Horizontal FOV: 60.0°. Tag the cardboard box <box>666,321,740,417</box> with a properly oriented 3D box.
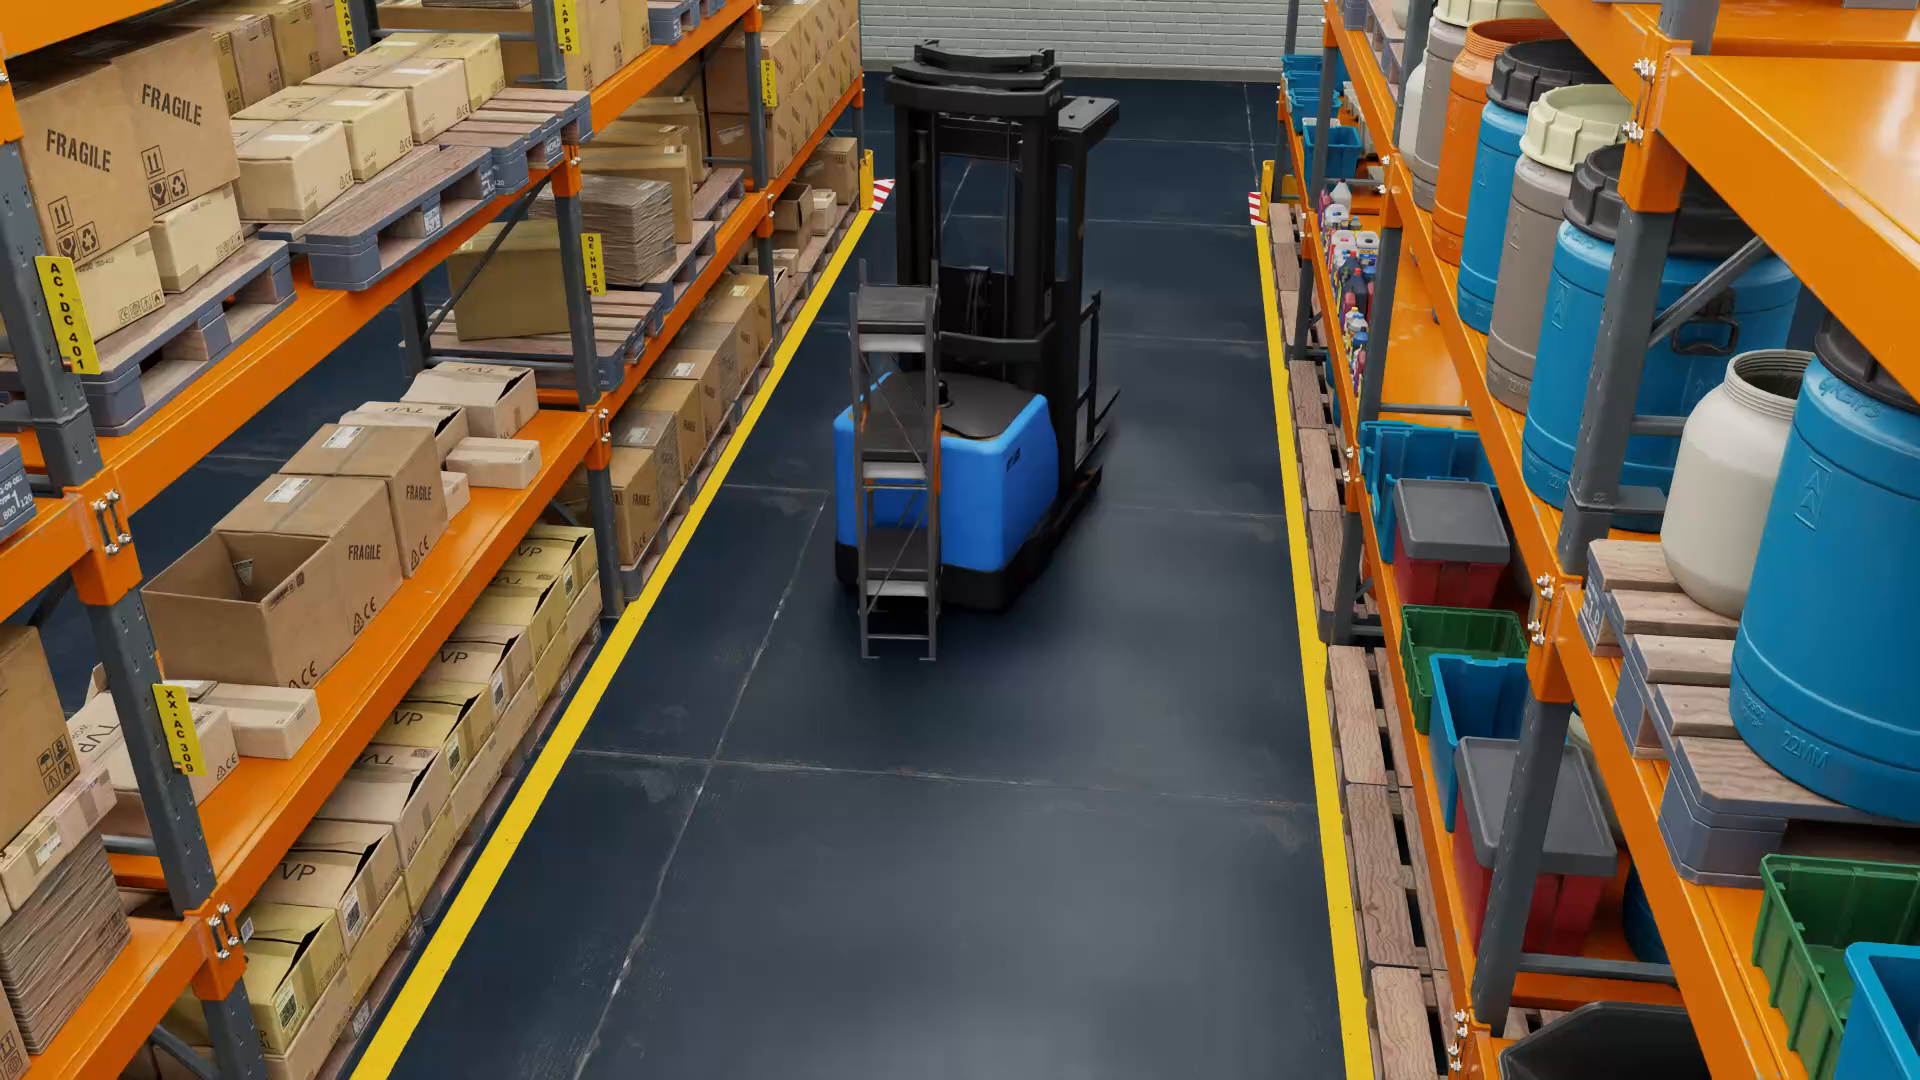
[{"bbox_3d":[-1.834,-1.182,11.453,0.500,0.500,0.500,4,29,7],"label":"cardboard box"}]

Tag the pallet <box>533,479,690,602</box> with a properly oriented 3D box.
[{"bbox_3d":[-2.288,-0.044,10.110,1.003,0.211,1.213,3,28,6],"label":"pallet"}]

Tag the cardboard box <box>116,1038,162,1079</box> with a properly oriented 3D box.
[{"bbox_3d":[-3.144,1.774,6.252,0.500,0.250,0.500,3,28,6],"label":"cardboard box"}]

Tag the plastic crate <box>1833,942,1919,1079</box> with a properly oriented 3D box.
[{"bbox_3d":[1.453,0.904,2.264,0.392,0.384,0.575,3,28,6],"label":"plastic crate"}]

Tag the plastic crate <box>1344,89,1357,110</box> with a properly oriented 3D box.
[{"bbox_3d":[3.509,-3.779,14.317,0.396,0.136,0.243,3,28,6],"label":"plastic crate"}]

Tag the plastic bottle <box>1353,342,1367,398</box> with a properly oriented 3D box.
[{"bbox_3d":[2.153,-0.906,8.892,0.061,0.283,0.133,3,28,6],"label":"plastic bottle"}]

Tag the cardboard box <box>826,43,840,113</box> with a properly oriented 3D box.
[{"bbox_3d":[-1.348,-4.027,14.457,0.500,0.500,0.500,4,29,7],"label":"cardboard box"}]

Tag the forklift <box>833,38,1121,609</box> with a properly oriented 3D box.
[{"bbox_3d":[0.281,-1.580,10.092,1.130,2.935,3.031,10,30,19],"label":"forklift"}]

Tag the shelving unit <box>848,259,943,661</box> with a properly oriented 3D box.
[{"bbox_3d":[-0.323,-0.387,8.749,0.431,2.100,0.503,1,29,2],"label":"shelving unit"}]

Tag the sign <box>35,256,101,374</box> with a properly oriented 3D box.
[{"bbox_3d":[-2.356,-0.592,4.394,0.100,0.325,0.005,3,28,6],"label":"sign"}]

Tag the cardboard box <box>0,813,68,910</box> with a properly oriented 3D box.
[{"bbox_3d":[-2.760,0.887,4.651,0.380,0.149,0.250,3,28,5],"label":"cardboard box"}]

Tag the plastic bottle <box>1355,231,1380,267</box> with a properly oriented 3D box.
[{"bbox_3d":[2.592,-1.821,10.598,0.152,0.276,0.135,3,28,6],"label":"plastic bottle"}]

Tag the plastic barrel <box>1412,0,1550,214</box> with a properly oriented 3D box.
[{"bbox_3d":[2.183,-1.801,6.738,0.600,0.901,0.600,0,28,0],"label":"plastic barrel"}]

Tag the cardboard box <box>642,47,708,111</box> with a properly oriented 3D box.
[{"bbox_3d":[-2.122,-3.543,12.504,0.500,0.500,0.500,3,29,6],"label":"cardboard box"}]

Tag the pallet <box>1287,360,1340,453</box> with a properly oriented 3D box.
[{"bbox_3d":[2.853,-0.928,11.749,1.003,0.211,1.213,3,28,6],"label":"pallet"}]

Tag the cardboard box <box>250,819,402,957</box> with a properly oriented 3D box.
[{"bbox_3d":[-2.543,1.323,6.496,0.500,0.311,0.500,3,28,6],"label":"cardboard box"}]

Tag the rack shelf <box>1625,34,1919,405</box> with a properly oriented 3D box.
[{"bbox_3d":[1.764,0.043,1.863,1.077,0.370,4.000,3,28,6],"label":"rack shelf"}]

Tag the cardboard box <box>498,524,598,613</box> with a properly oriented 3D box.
[{"bbox_3d":[-2.237,0.117,8.736,0.500,0.311,0.500,4,29,8],"label":"cardboard box"}]

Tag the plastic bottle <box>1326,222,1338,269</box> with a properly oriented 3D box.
[{"bbox_3d":[2.412,-1.899,10.735,0.061,0.283,0.133,3,28,6],"label":"plastic bottle"}]

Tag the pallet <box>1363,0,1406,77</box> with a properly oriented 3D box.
[{"bbox_3d":[2.854,-2.845,9.404,1.003,0.211,1.213,3,28,6],"label":"pallet"}]

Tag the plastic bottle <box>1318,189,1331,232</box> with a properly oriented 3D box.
[{"bbox_3d":[2.504,-2.254,11.395,0.061,0.283,0.133,3,28,6],"label":"plastic bottle"}]

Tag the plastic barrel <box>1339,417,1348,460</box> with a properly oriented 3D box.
[{"bbox_3d":[2.661,-0.757,10.672,0.421,0.512,0.421,0,28,0],"label":"plastic barrel"}]

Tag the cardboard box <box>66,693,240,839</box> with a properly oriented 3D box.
[{"bbox_3d":[-2.890,0.792,5.776,0.500,0.250,0.500,5,29,9],"label":"cardboard box"}]

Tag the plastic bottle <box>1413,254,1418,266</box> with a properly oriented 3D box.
[{"bbox_3d":[3.035,-1.964,10.785,0.144,0.351,0.185,3,28,6],"label":"plastic bottle"}]

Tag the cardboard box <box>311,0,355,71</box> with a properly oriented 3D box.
[{"bbox_3d":[-6.406,-4.866,15.804,0.980,0.700,0.700,5,29,9],"label":"cardboard box"}]

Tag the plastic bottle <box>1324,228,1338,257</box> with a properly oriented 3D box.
[{"bbox_3d":[2.456,-1.962,10.938,0.097,0.201,0.097,0,28,0],"label":"plastic bottle"}]

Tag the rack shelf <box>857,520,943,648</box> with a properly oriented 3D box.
[{"bbox_3d":[-0.322,0.238,9.094,0.431,0.518,0.480,1,29,2],"label":"rack shelf"}]

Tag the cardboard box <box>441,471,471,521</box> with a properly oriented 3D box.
[{"bbox_3d":[-2.517,-0.209,7.740,0.380,0.149,0.250,5,29,10],"label":"cardboard box"}]

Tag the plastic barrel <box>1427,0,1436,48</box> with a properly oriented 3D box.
[{"bbox_3d":[2.485,-2.591,8.437,0.301,0.262,0.301,0,28,0],"label":"plastic barrel"}]

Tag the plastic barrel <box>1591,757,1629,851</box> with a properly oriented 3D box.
[{"bbox_3d":[2.343,0.752,5.548,0.433,0.535,0.433,0,28,0],"label":"plastic barrel"}]

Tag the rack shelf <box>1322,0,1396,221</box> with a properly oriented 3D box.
[{"bbox_3d":[2.744,-2.579,9.470,1.077,0.370,4.000,3,28,6],"label":"rack shelf"}]

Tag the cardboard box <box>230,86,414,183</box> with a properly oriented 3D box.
[{"bbox_3d":[-2.544,-1.629,6.664,0.500,0.250,0.500,3,28,5],"label":"cardboard box"}]

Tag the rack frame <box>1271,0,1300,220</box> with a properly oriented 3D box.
[{"bbox_3d":[3.479,-4.399,15.253,1.000,3.000,0.127,3,28,6],"label":"rack frame"}]

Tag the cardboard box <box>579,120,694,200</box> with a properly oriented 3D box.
[{"bbox_3d":[-2.228,-2.497,11.175,0.700,0.500,0.500,8,29,14],"label":"cardboard box"}]

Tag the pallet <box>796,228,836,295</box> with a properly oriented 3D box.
[{"bbox_3d":[-1.695,-2.477,14.626,1.003,0.211,1.213,3,28,6],"label":"pallet"}]

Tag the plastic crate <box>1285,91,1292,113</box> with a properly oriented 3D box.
[{"bbox_3d":[2.917,-3.747,14.257,0.250,0.136,0.298,3,28,6],"label":"plastic crate"}]

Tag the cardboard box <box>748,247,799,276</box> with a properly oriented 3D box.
[{"bbox_3d":[-1.565,-2.345,13.963,0.380,0.166,0.250,3,28,6],"label":"cardboard box"}]

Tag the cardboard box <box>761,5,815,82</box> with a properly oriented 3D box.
[{"bbox_3d":[-1.464,-3.980,13.316,0.500,0.500,0.500,3,28,5],"label":"cardboard box"}]

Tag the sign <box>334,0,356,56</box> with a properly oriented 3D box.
[{"bbox_3d":[-2.955,-2.504,8.027,0.100,0.325,0.005,3,28,6],"label":"sign"}]

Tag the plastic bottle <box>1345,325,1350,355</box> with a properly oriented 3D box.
[{"bbox_3d":[2.245,-1.152,9.435,0.097,0.201,0.097,0,28,0],"label":"plastic bottle"}]

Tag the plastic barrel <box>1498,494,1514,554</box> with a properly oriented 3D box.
[{"bbox_3d":[2.585,-0.186,7.314,0.421,0.512,0.421,0,28,0],"label":"plastic barrel"}]

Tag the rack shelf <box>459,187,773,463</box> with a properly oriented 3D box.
[{"bbox_3d":[-2.172,-1.548,10.719,1.077,0.370,4.000,3,28,6],"label":"rack shelf"}]

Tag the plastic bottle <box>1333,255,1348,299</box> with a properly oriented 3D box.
[{"bbox_3d":[2.359,-1.620,10.230,0.097,0.271,0.097,0,28,0],"label":"plastic bottle"}]

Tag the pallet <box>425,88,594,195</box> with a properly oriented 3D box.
[{"bbox_3d":[-2.411,-1.836,7.531,1.213,0.211,1.003,5,29,9],"label":"pallet"}]

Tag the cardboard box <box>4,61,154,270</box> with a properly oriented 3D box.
[{"bbox_3d":[-2.792,-1.098,4.887,0.500,0.500,0.500,4,29,7],"label":"cardboard box"}]

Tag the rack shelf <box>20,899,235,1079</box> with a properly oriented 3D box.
[{"bbox_3d":[-3.152,2.218,3.729,1.077,0.370,4.000,3,28,6],"label":"rack shelf"}]

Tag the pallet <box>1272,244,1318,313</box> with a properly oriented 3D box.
[{"bbox_3d":[3.187,-2.213,14.135,1.003,0.211,1.213,3,28,6],"label":"pallet"}]

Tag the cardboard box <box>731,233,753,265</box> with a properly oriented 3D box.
[{"bbox_3d":[-2.047,-2.453,14.012,0.500,0.311,0.500,3,28,6],"label":"cardboard box"}]

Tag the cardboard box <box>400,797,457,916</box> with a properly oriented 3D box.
[{"bbox_3d":[-2.487,1.326,7.083,0.500,0.250,0.500,3,28,5],"label":"cardboard box"}]

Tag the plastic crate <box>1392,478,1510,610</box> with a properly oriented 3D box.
[{"bbox_3d":[1.997,0.081,6.869,0.402,0.464,0.583,3,28,6],"label":"plastic crate"}]

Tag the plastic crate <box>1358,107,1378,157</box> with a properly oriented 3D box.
[{"bbox_3d":[3.359,-3.198,13.086,0.437,0.282,0.530,3,28,6],"label":"plastic crate"}]

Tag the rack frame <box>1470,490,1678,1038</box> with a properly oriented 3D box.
[{"bbox_3d":[2.009,1.250,4.768,1.000,3.000,0.127,3,28,6],"label":"rack frame"}]

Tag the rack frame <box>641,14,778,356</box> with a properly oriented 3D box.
[{"bbox_3d":[-1.927,-2.806,12.295,1.000,3.000,0.127,3,28,6],"label":"rack frame"}]
